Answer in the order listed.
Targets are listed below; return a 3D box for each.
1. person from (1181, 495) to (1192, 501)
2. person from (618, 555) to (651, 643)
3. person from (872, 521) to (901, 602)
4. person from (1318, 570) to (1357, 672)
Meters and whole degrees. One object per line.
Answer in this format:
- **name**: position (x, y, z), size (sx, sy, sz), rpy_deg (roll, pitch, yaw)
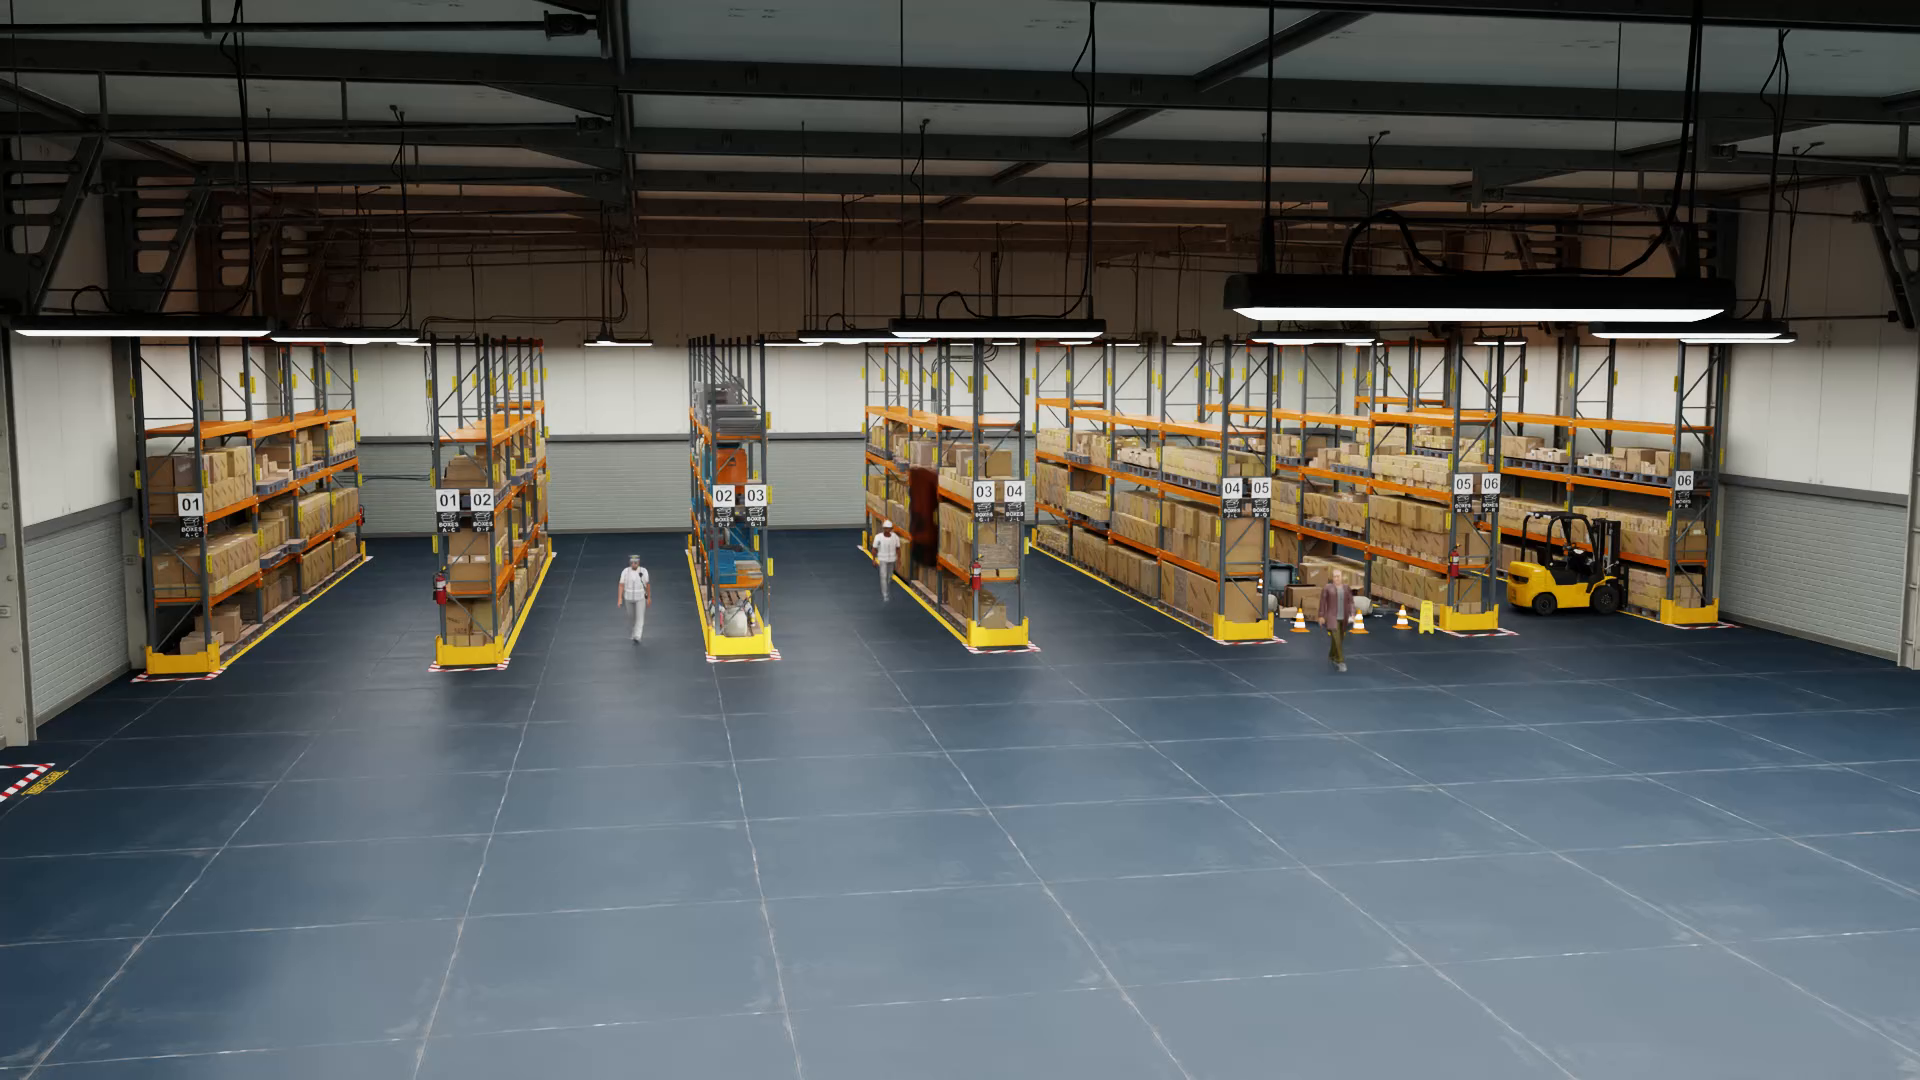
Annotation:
- **person**: position (7.115, -1.065, 51.926), size (0.593, 1.659, 0.438), rpy_deg (-3, 7, -25)
- **person**: position (-6.375, 1.146, 32.475), size (0.593, 1.708, 0.955), rpy_deg (0, 7, -2)
- **person**: position (-1.543, 0.441, 35.850), size (0.584, 1.713, 0.973), rpy_deg (-3, 7, -24)
- **person**: position (6.806, 1.420, 29.889), size (0.624, 1.769, 0.895), rpy_deg (-2, 7, -13)
